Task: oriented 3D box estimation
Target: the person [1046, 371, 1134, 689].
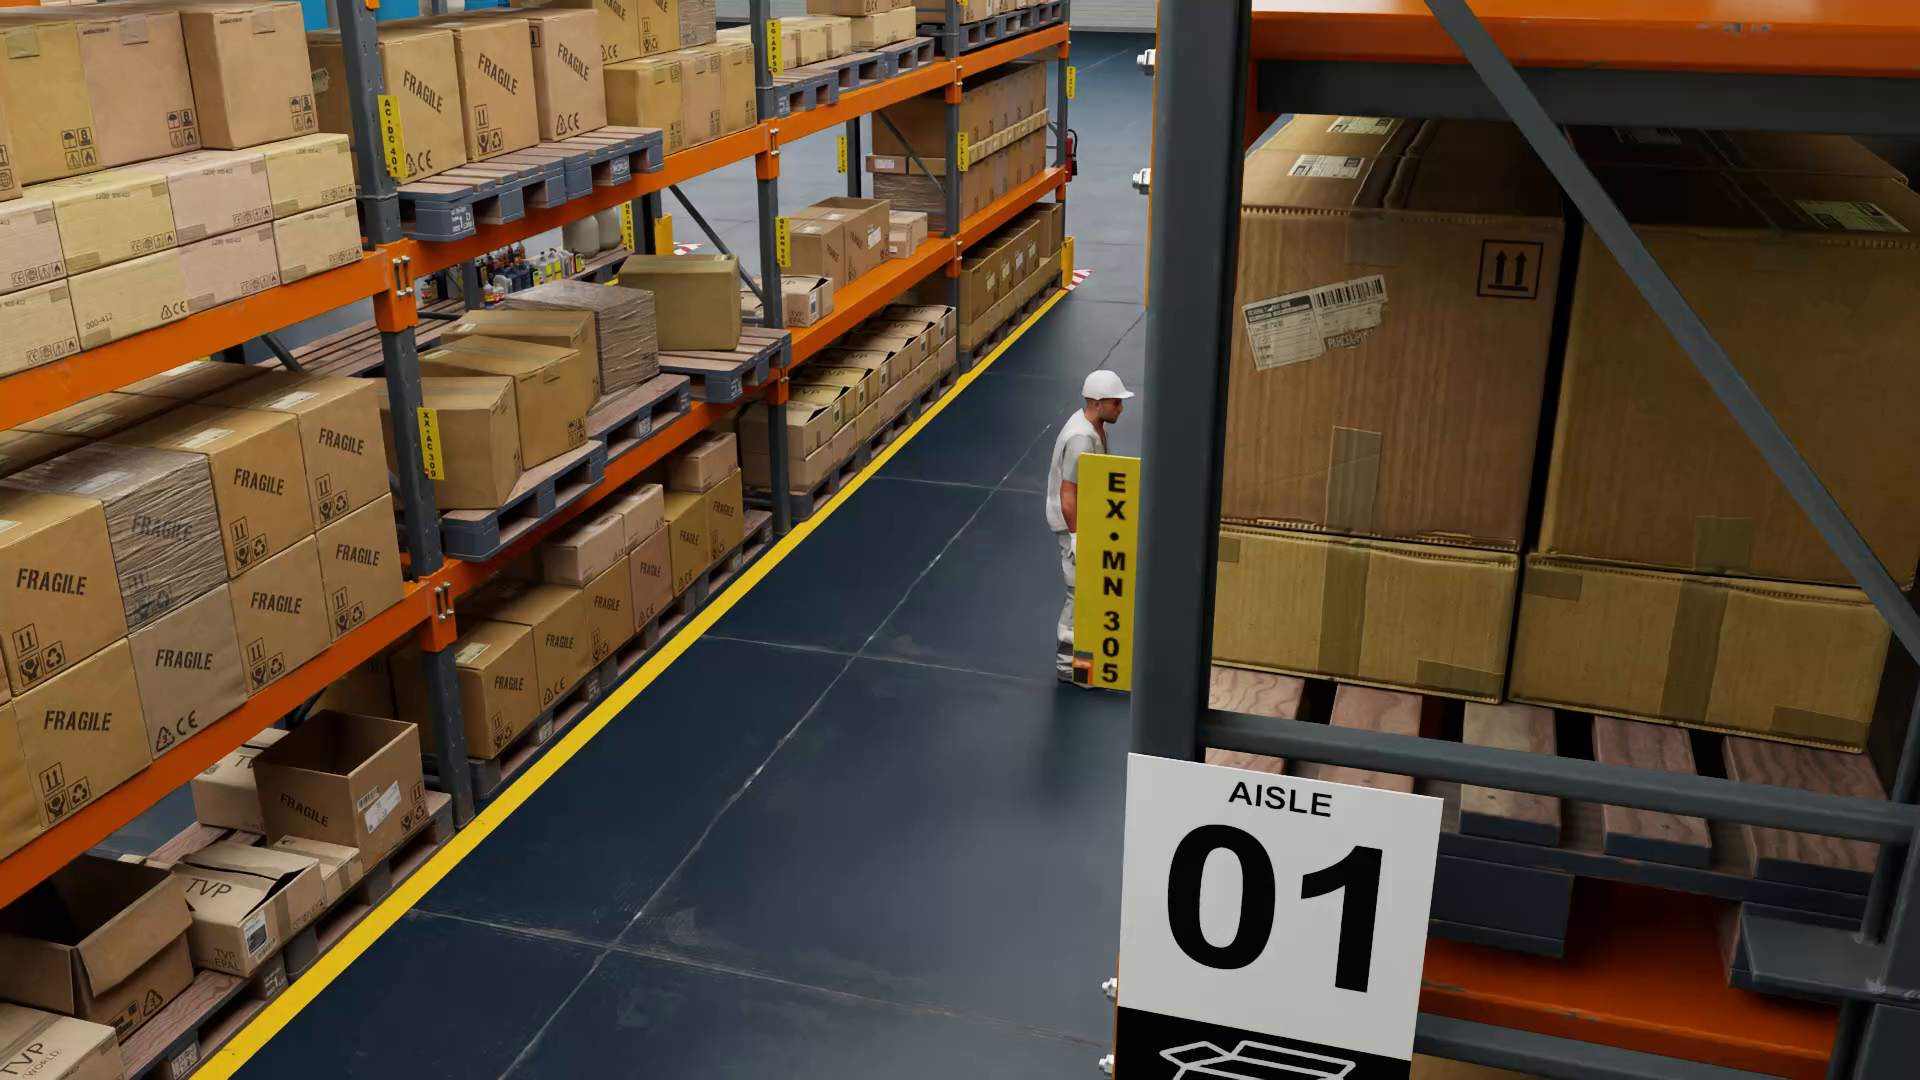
[{"bbox_3d":[0.711,-0.080,9.269,0.451,1.778,0.603,6,23,15],"label":"person"}]
